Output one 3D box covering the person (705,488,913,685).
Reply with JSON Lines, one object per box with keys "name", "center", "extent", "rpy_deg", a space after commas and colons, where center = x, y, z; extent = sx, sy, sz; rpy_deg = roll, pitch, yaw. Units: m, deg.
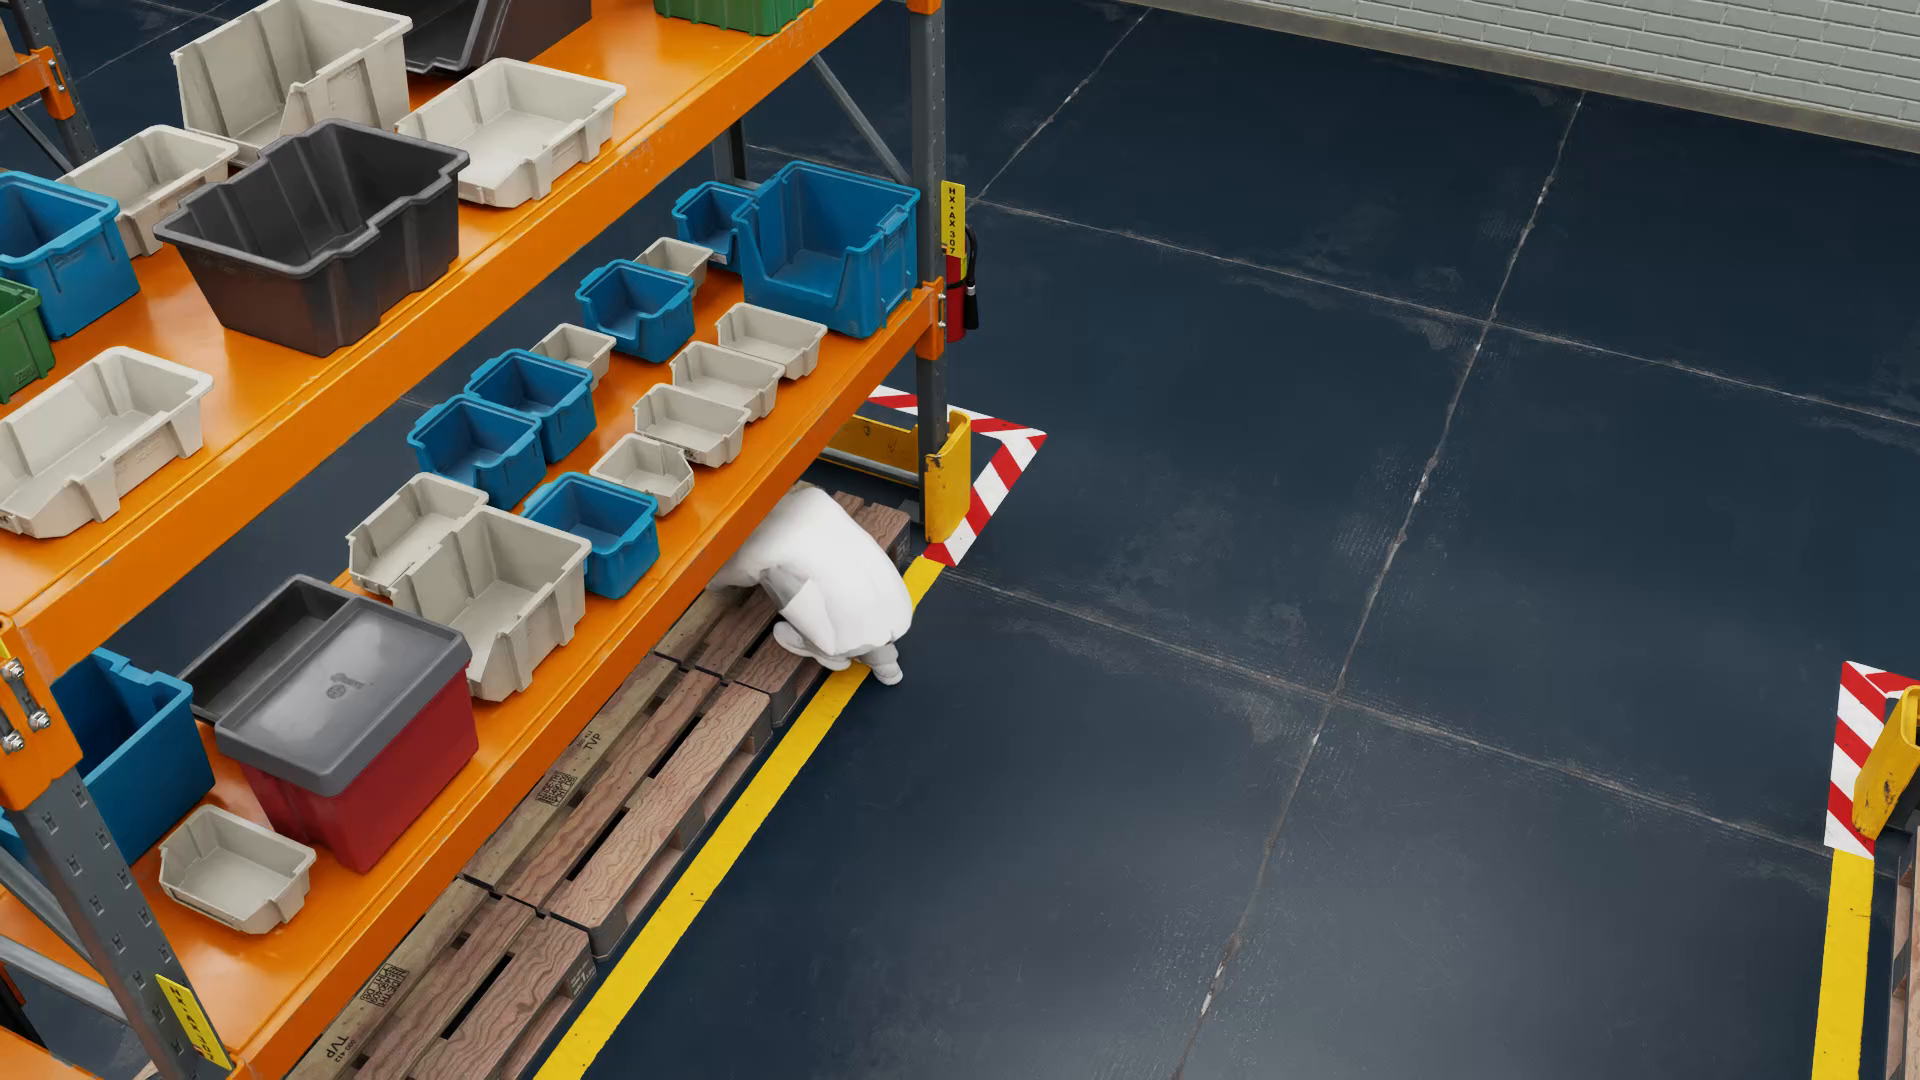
{"name": "person", "center": [-0.678, 0.120, 6.709], "extent": [1.131, 0.889, 0.591], "rpy_deg": [31, 50, 30]}
